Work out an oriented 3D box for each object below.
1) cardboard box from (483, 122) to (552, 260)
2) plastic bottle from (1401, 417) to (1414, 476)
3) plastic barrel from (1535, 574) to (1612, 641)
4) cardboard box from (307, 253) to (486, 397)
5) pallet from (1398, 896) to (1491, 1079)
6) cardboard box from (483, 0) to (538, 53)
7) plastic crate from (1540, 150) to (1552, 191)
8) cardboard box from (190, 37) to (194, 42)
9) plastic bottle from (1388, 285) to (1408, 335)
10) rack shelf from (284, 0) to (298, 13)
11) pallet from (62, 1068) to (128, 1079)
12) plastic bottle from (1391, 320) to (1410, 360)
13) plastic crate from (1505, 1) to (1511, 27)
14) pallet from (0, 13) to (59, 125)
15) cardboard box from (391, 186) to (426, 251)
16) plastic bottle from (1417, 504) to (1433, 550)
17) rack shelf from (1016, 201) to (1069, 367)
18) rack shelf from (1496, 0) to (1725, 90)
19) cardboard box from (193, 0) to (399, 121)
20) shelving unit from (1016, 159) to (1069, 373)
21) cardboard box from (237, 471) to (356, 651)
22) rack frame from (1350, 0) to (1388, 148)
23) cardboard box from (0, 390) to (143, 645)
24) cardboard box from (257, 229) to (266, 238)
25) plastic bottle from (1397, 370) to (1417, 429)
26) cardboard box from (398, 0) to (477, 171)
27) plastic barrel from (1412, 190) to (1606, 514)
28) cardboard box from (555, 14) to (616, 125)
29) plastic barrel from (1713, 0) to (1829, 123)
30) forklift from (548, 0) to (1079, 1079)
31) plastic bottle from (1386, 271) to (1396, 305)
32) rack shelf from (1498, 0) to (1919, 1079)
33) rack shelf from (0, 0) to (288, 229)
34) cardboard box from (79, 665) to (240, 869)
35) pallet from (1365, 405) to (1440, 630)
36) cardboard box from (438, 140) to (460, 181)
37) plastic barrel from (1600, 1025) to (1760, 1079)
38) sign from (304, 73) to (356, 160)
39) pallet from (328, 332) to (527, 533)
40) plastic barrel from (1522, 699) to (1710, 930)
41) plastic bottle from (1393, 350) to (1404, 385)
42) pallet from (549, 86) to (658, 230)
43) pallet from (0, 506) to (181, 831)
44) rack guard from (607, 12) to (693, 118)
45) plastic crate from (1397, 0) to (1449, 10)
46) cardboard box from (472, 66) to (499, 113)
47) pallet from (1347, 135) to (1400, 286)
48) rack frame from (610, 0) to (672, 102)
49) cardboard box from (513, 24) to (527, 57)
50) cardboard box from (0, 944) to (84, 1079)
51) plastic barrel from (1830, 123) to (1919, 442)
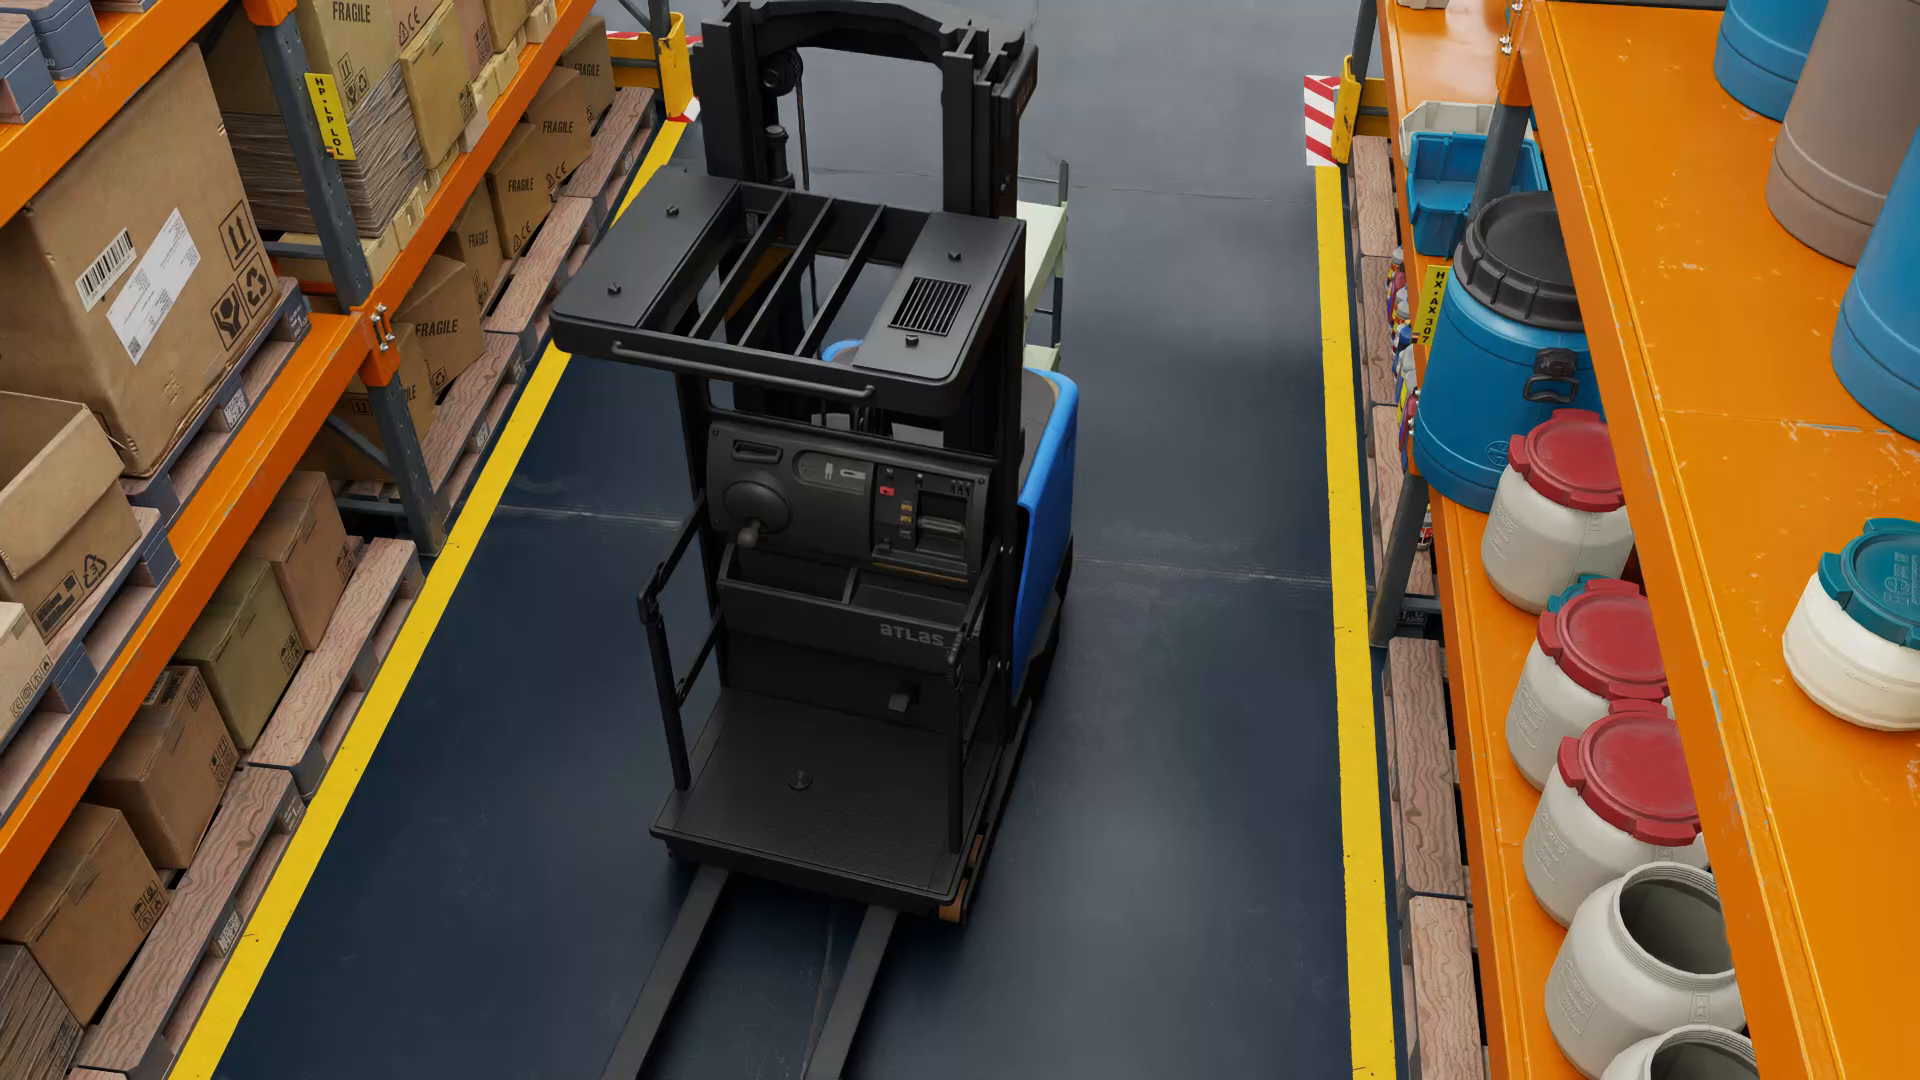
[{"bbox_3d":[-2.454,-1.807,8.489,0.500,0.500,0.500,9,44,9],"label":"cardboard box"},{"bbox_3d":[1.997,-0.439,7.139,0.144,0.351,0.185,3,44,3],"label":"plastic bottle"},{"bbox_3d":[1.845,0.293,4.860,0.301,0.262,0.301,0,43,0],"label":"plastic barrel"},{"bbox_3d":[-2.577,-1.000,7.638,0.500,0.500,0.500,19,46,19],"label":"cardboard box"},{"bbox_3d":[1.948,1.740,5.259,1.003,0.211,1.213,5,44,6],"label":"pallet"},{"bbox_3d":[-2.442,-2.565,7.489,0.875,0.500,0.500,5,44,6],"label":"cardboard box"},{"bbox_3d":[2.631,-1.468,6.773,0.450,0.188,0.662,5,44,6],"label":"plastic crate"},{"bbox_3d":[-2.951,-1.935,6.095,0.500,0.500,0.500,5,44,6],"label":"cardboard box"},{"bbox_3d":[2.107,-1.100,7.894,0.097,0.271,0.097,0,43,0],"label":"plastic bottle"},{"bbox_3d":[-2.473,-3.287,6.881,1.077,0.370,4.000,5,44,6],"label":"rack shelf"},{"bbox_3d":[-3.161,2.111,4.867,1.003,0.211,1.213,5,44,6],"label":"pallet"},{"bbox_3d":[2.081,-0.938,7.775,0.097,0.201,0.097,0,43,0],"label":"plastic bottle"},{"bbox_3d":[2.840,-2.507,7.824,0.499,0.251,0.408,5,44,6],"label":"plastic crate"},{"bbox_3d":[-3.059,-0.998,4.078,1.213,0.211,1.003,5,44,6],"label":"pallet"},{"bbox_3d":[-2.365,-1.293,6.616,0.380,0.149,0.250,5,44,6],"label":"cardboard box"},{"bbox_3d":[1.911,-0.065,6.852,0.097,0.201,0.097,0,43,0],"label":"plastic bottle"},{"bbox_3d":[0.145,-1.050,6.700,0.431,0.370,0.720,11,45,11],"label":"rack shelf"},{"bbox_3d":[2.437,-2.836,6.405,1.077,0.370,4.000,5,44,6],"label":"rack shelf"},{"bbox_3d":[-2.426,-1.887,6.044,0.500,0.500,0.500,5,44,6],"label":"cardboard box"},{"bbox_3d":[0.145,-0.767,6.969,0.431,1.500,0.755,11,45,11],"label":"shelving unit"},{"bbox_3d":[-2.840,0.069,6.494,0.700,0.500,0.500,2,43,2],"label":"cardboard box"},{"bbox_3d":[2.701,-3.371,8.629,1.000,3.000,0.127,5,44,6],"label":"rack frame"},{"bbox_3d":[-2.875,-0.096,4.789,0.797,0.503,0.637,9,44,10],"label":"cardboard box"},{"bbox_3d":[-2.958,-1.347,6.674,0.380,0.149,0.250,5,44,6],"label":"cardboard box"},{"bbox_3d":[2.040,-0.659,7.371,0.144,0.351,0.185,5,44,5],"label":"plastic bottle"},{"bbox_3d":[-2.516,-1.879,6.763,0.875,0.500,0.500,5,44,6],"label":"cardboard box"},{"bbox_3d":[1.821,-0.592,5.329,0.600,0.901,0.708,5,44,6],"label":"plastic barrel"},{"bbox_3d":[-2.308,-2.642,9.372,0.500,0.500,0.500,13,45,13],"label":"cardboard box"},{"bbox_3d":[2.320,-1.550,4.159,0.600,0.901,0.708,5,44,6],"label":"plastic barrel"},{"bbox_3d":[-0.420,-0.030,5.150,1.130,2.935,3.031,11,45,11],"label":"forklift"},{"bbox_3d":[2.139,-1.237,8.090,0.097,0.201,0.097,0,43,0],"label":"plastic bottle"},{"bbox_3d":[1.908,-0.110,3.526,1.077,0.370,4.000,5,44,6],"label":"rack shelf"},{"bbox_3d":[-3.002,-0.561,4.002,1.077,0.370,4.000,5,44,6],"label":"rack shelf"},{"bbox_3d":[-2.995,0.774,5.749,0.700,0.500,0.500,2,43,2],"label":"cardboard box"},{"bbox_3d":[2.302,-0.087,7.188,1.003,0.211,1.213,5,44,6],"label":"pallet"},{"bbox_3d":[-2.336,-1.637,6.980,0.380,0.149,0.250,5,44,6],"label":"cardboard box"},{"bbox_3d":[1.568,1.320,3.593,0.421,0.512,0.421,0,43,0],"label":"plastic barrel"},{"bbox_3d":[-2.187,-1.468,5.777,0.100,0.325,0.005,5,44,6],"label":"sign"},{"bbox_3d":[-2.684,-0.544,7.671,1.003,0.211,1.213,5,44,6],"label":"pallet"},{"bbox_3d":[1.674,0.732,4.196,0.433,0.535,0.433,0,43,0],"label":"plastic barrel"},{"bbox_3d":[2.054,-0.798,7.627,0.097,0.201,0.097,0,43,0],"label":"plastic bottle"},{"bbox_3d":[-2.361,-2.207,9.427,1.003,0.211,1.213,5,44,6],"label":"pallet"},{"bbox_3d":[-3.045,0.347,4.841,1.003,0.211,1.213,5,44,6],"label":"pallet"},{"bbox_3d":[-2.219,-2.862,9.909,1.175,0.500,0.348,5,44,6],"label":"rack guard"},{"bbox_3d":[2.264,-2.695,8.106,0.298,0.136,0.250,5,44,6],"label":"plastic crate"},{"bbox_3d":[-2.270,-1.978,7.340,0.380,0.149,0.250,5,44,6],"label":"cardboard box"},{"bbox_3d":[2.625,-1.750,8.944,1.003,0.211,1.213,5,44,6],"label":"pallet"},{"bbox_3d":[-2.209,-3.822,9.104,1.000,3.000,0.127,5,44,6],"label":"rack frame"},{"bbox_3d":[-2.238,-2.322,7.703,0.380,0.149,0.250,5,44,6],"label":"cardboard box"},{"bbox_3d":[-3.137,1.541,4.939,0.700,0.500,0.500,2,43,2],"label":"cardboard box"},{"bbox_3d":[2.147,-0.659,3.218,0.600,0.901,0.708,5,44,6],"label":"plastic barrel"}]
